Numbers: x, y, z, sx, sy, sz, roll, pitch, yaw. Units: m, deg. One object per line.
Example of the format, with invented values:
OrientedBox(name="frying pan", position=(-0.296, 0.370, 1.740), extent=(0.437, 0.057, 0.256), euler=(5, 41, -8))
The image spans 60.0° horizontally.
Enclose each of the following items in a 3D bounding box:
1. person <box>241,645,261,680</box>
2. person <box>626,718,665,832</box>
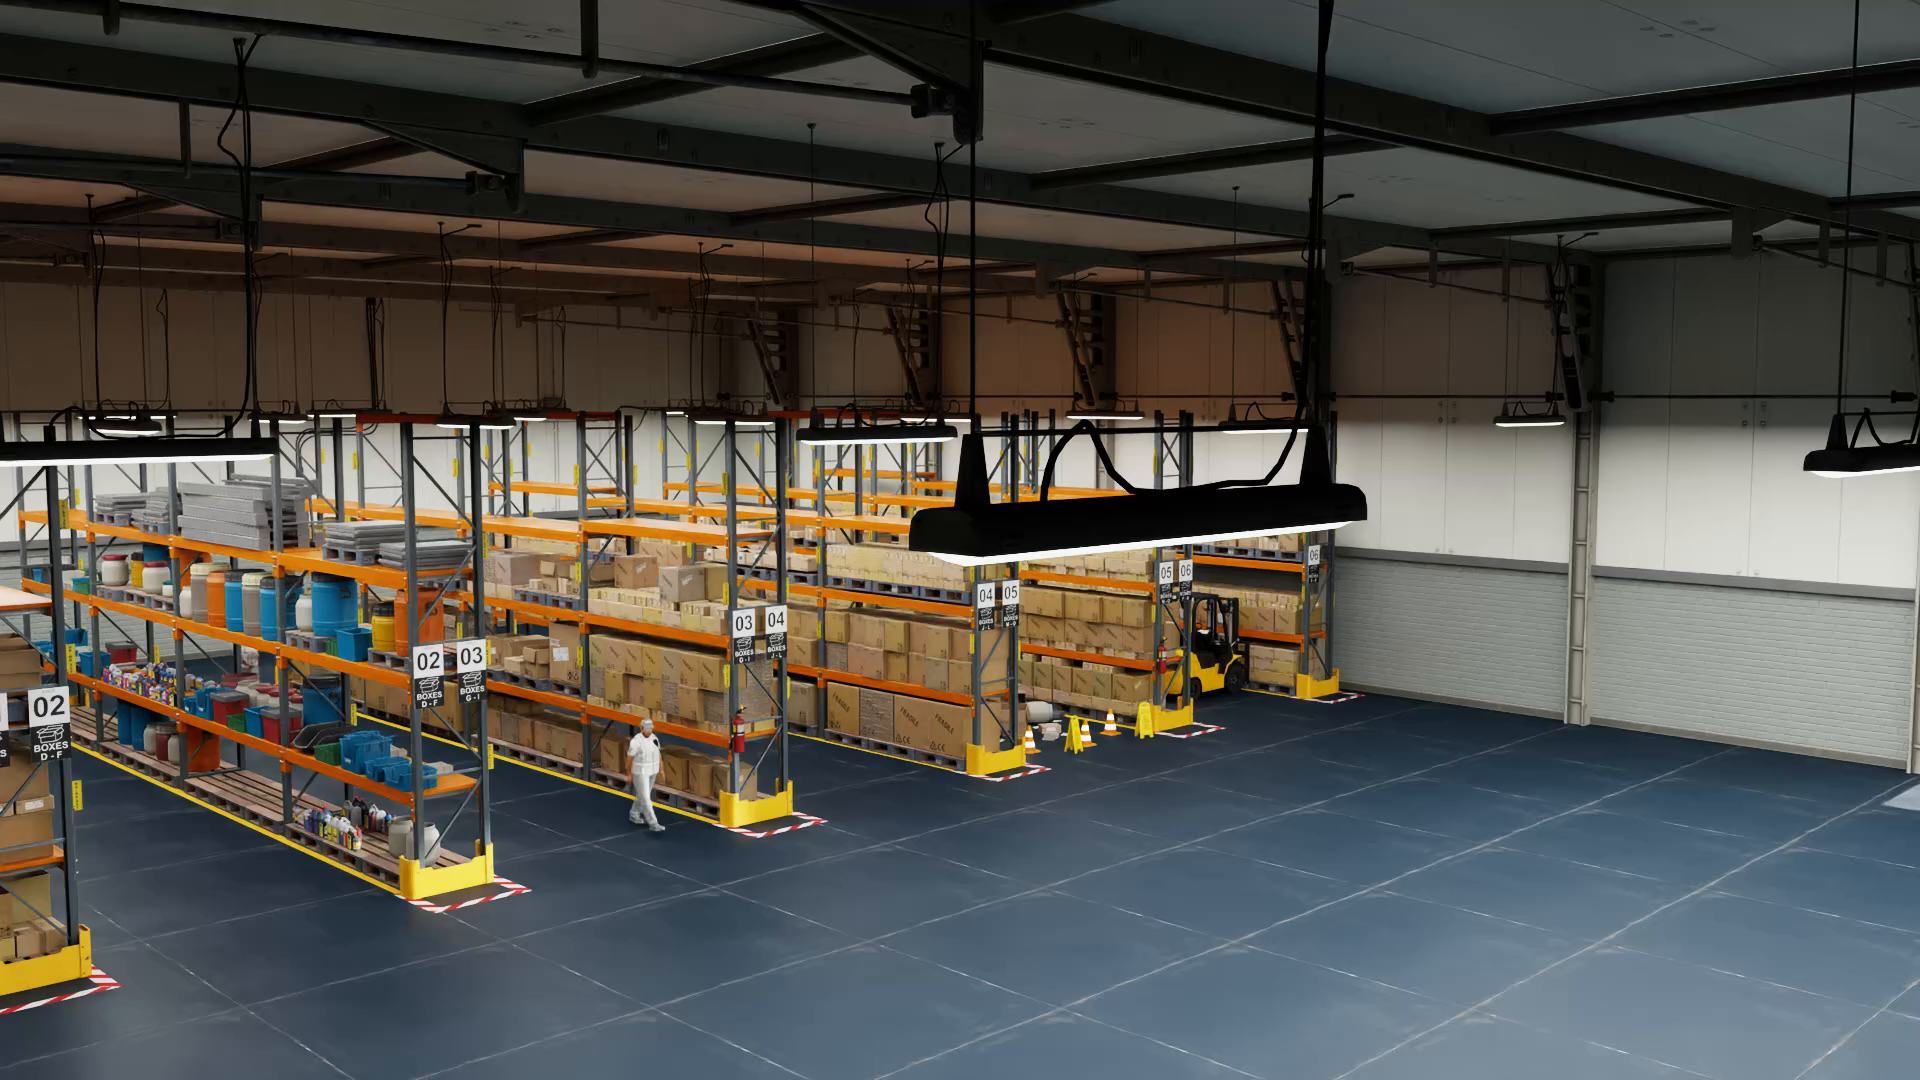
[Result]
OrientedBox(name="person", position=(-14.580, 2.576, 34.104), extent=(0.537, 1.601, 0.735), euler=(-3, 6, -35))
OrientedBox(name="person", position=(-4.536, 3.400, 24.247), extent=(0.998, 1.605, 0.506), euler=(4, 6, 35))
